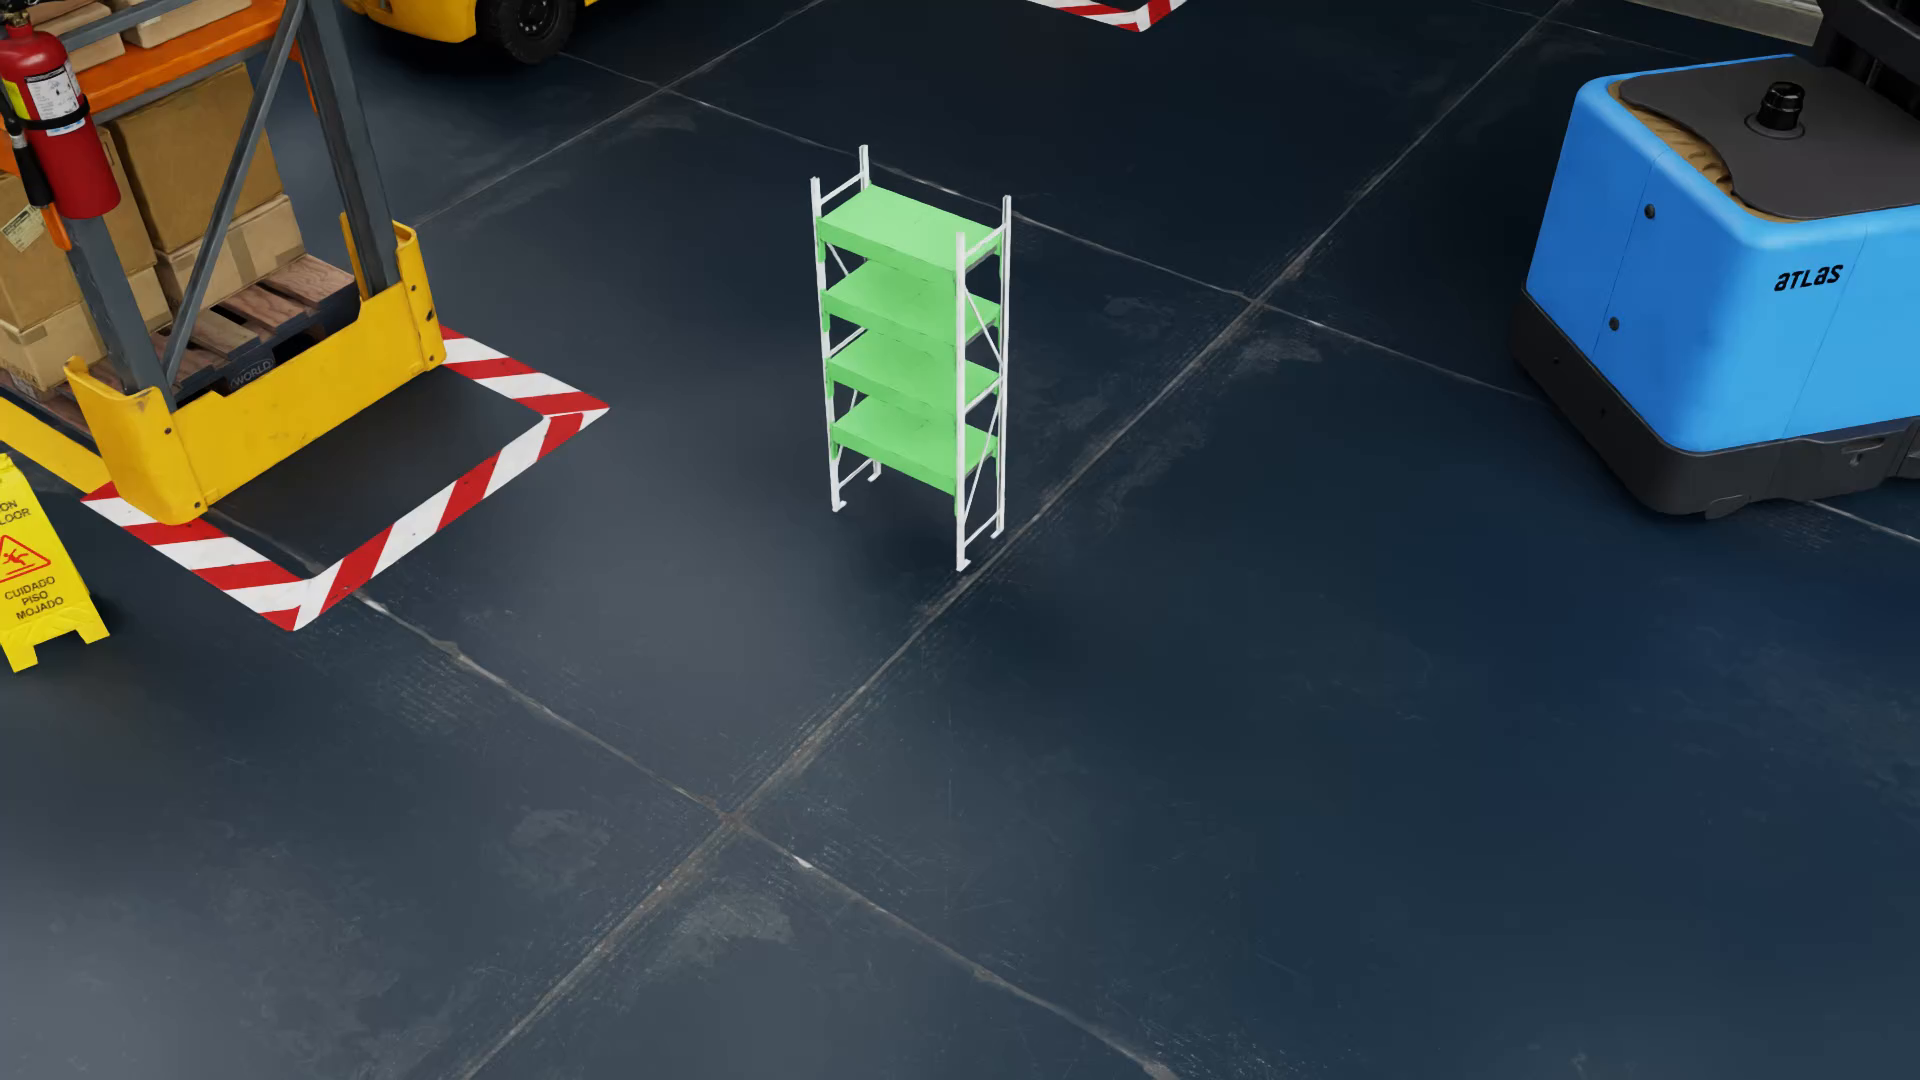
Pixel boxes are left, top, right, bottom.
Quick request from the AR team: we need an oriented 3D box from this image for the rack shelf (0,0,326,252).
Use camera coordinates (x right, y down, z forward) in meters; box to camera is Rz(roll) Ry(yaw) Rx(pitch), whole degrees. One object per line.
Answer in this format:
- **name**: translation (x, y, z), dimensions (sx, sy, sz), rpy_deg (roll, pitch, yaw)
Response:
- **rack shelf**: translation (-3.875, -2.000, 5.776), dimensions (4.000, 0.370, 1.077), rpy_deg (25, 48, 25)

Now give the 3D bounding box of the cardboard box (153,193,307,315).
- **cardboard box**: translation (-2.739, -1.094, 5.971), dimensions (0.500, 0.250, 0.500), rpy_deg (25, 47, 25)

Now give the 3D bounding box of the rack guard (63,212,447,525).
- **rack guard**: translation (-2.300, -0.600, 5.546), dimensions (0.348, 0.500, 1.175), rpy_deg (25, 48, 25)

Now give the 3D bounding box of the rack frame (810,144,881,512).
- **rack frame**: translation (-0.335, -0.604, 5.025), dimensions (0.015, 1.200, 0.240), rpy_deg (25, 48, 25)

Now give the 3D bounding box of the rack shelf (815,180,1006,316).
- **rack shelf**: translation (-0.136, -0.821, 4.643), dimensions (0.480, 0.148, 0.258), rpy_deg (25, 48, 25)

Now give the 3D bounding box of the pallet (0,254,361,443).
- **pallet**: translation (-2.944, -0.823, 6.011), dimensions (1.213, 0.211, 1.003), rpy_deg (25, 48, 25)

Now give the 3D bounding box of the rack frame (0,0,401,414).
- **rack frame**: translation (-2.237, -1.503, 4.680), dimensions (0.127, 3.000, 1.000), rpy_deg (25, 48, 25)

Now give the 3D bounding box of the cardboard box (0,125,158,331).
- **cardboard box**: translation (-3.043, -1.078, 5.390), dimensions (0.500, 0.500, 0.500), rpy_deg (25, 48, 26)

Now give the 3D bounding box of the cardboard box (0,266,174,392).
- **cardboard box**: translation (-3.073, -0.806, 5.649), dimensions (0.500, 0.250, 0.500), rpy_deg (25, 47, 25)

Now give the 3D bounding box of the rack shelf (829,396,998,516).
- **rack shelf**: translation (-0.136, -0.284, 5.123), dimensions (0.480, 0.148, 0.258), rpy_deg (25, 48, 25)

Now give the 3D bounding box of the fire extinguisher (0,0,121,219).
- **fire extinguisher**: translation (-2.408, -1.178, 4.376), dimensions (0.183, 0.674, 0.296), rpy_deg (25, 48, 25)

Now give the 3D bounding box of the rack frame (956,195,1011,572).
- **rack frame**: translation (0.064, -0.417, 4.816), dimensions (0.015, 1.200, 0.240), rpy_deg (25, 48, 25)

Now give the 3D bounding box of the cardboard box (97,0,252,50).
- **cardboard box**: translation (-2.397, -1.652, 5.035), dimensions (0.250, 0.149, 0.380), rpy_deg (25, 48, 25)

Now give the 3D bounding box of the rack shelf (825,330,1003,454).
- **rack shelf**: translation (-0.136, -0.463, 4.963), dimensions (0.480, 0.148, 0.258), rpy_deg (25, 48, 25)

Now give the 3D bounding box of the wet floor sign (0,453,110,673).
- **wet floor sign**: translation (-2.696, 0.032, 4.731), dimensions (0.267, 0.644, 0.232), rpy_deg (-25, 48, -25)

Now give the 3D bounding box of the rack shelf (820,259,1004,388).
- **rack shelf**: translation (-0.136, -0.642, 4.803), dimensions (0.480, 0.148, 0.258), rpy_deg (25, 48, 25)

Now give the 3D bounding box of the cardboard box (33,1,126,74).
- **cardboard box**: translation (-2.666, -1.436, 4.793), dimensions (0.250, 0.149, 0.380), rpy_deg (27, 48, 27)

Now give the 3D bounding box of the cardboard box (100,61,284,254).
- **cardboard box**: translation (-2.759, -1.383, 5.730), dimensions (0.500, 0.500, 0.500), rpy_deg (24, 47, 24)

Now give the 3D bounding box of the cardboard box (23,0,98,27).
- **cardboard box**: translation (-2.840, -1.708, 4.612), dimensions (0.500, 0.500, 0.500), rpy_deg (24, 47, 25)

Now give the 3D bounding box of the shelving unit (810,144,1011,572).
- **shelving unit**: translation (-0.136, -0.511, 4.921), dimensions (0.503, 1.200, 0.258), rpy_deg (25, 48, 25)

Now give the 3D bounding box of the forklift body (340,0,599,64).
- **forklift body**: translation (-1.990, -3.628, 7.691), dimensions (1.214, 2.155, 2.313), rpy_deg (25, 48, 25)

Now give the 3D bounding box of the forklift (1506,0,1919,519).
- **forklift**: translation (3.518, -1.690, 4.940), dimensions (3.031, 2.935, 1.130), rpy_deg (-10, 43, -11)
